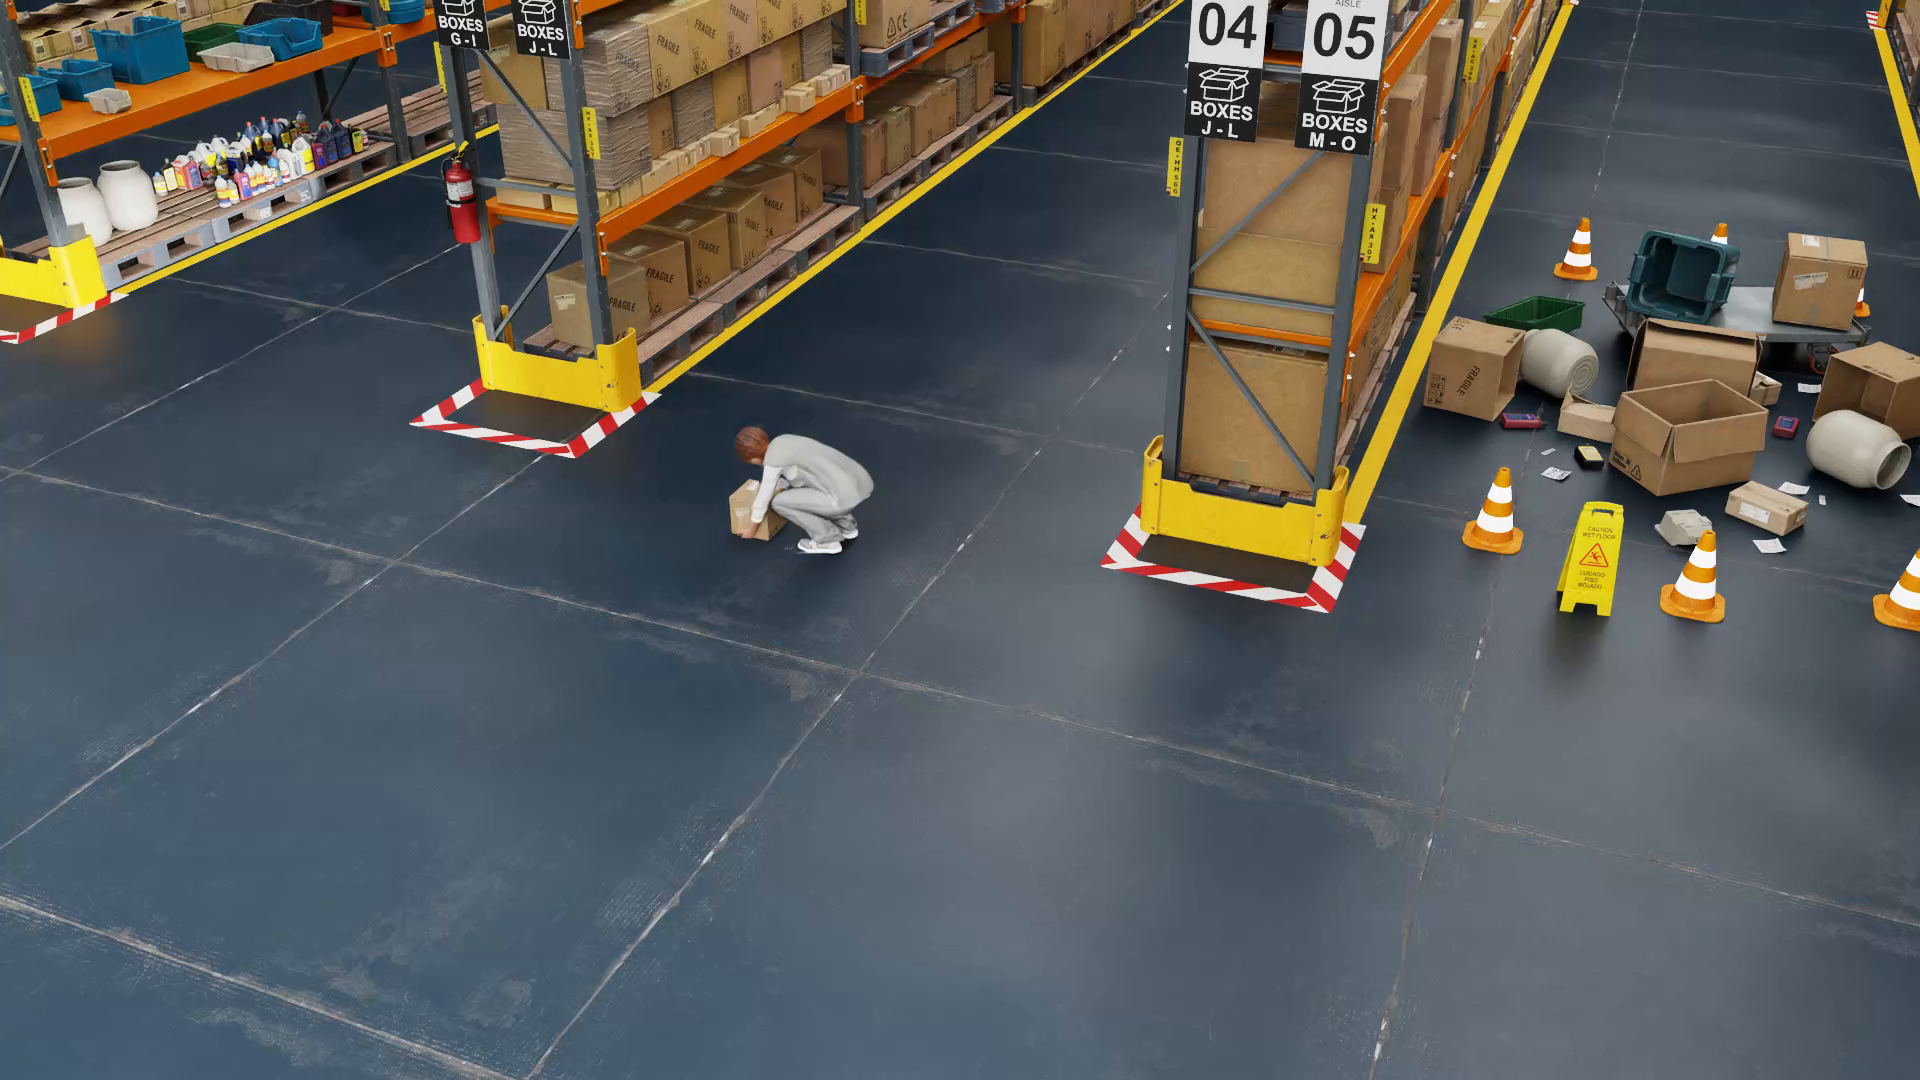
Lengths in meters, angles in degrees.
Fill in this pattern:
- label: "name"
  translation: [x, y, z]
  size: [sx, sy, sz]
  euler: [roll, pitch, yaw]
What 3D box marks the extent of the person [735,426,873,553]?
- label: "person"
  translation: [-0.922, -0.284, 9.850]
  size: [0.831, 0.757, 0.435]
  euler: [11, 32, 19]
